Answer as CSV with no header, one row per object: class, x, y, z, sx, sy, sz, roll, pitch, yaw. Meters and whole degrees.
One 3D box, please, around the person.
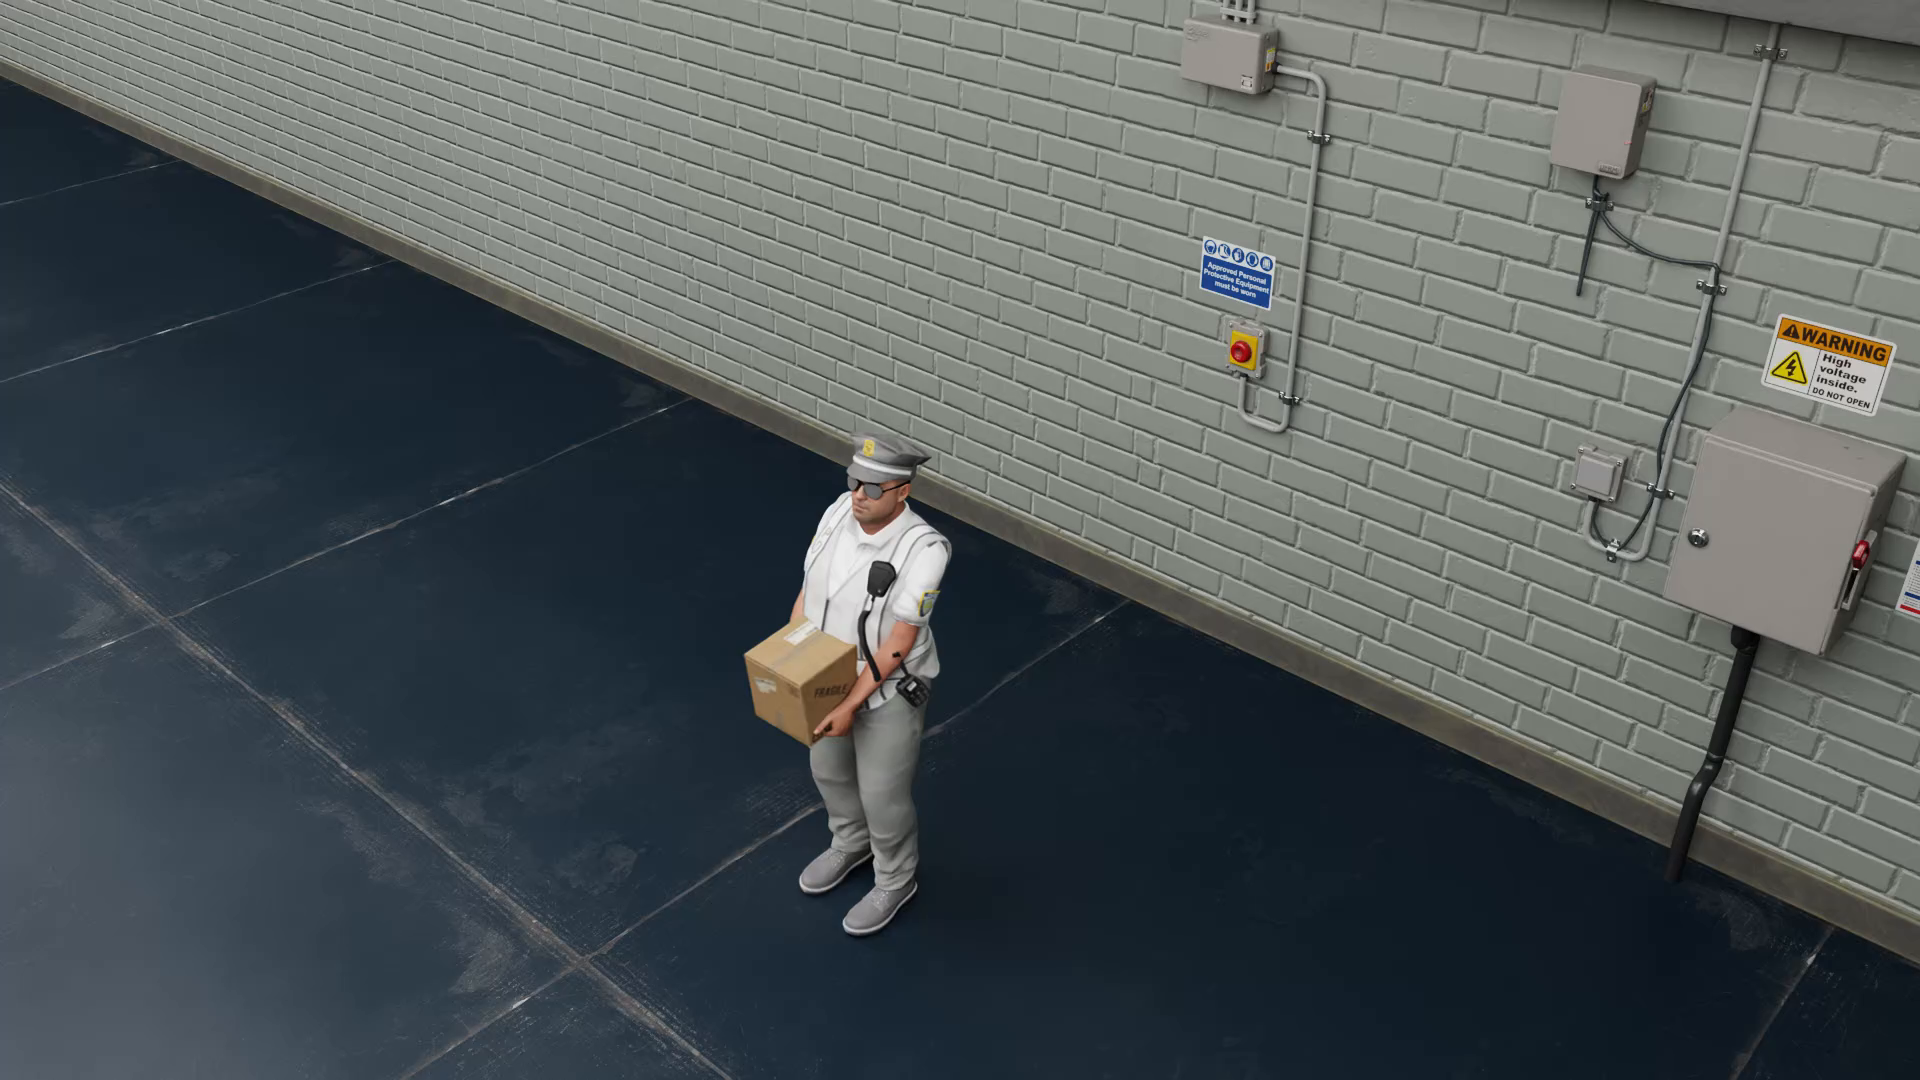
person,-0.335,0.478,5.315,0.494,1.768,0.571,25,39,35
